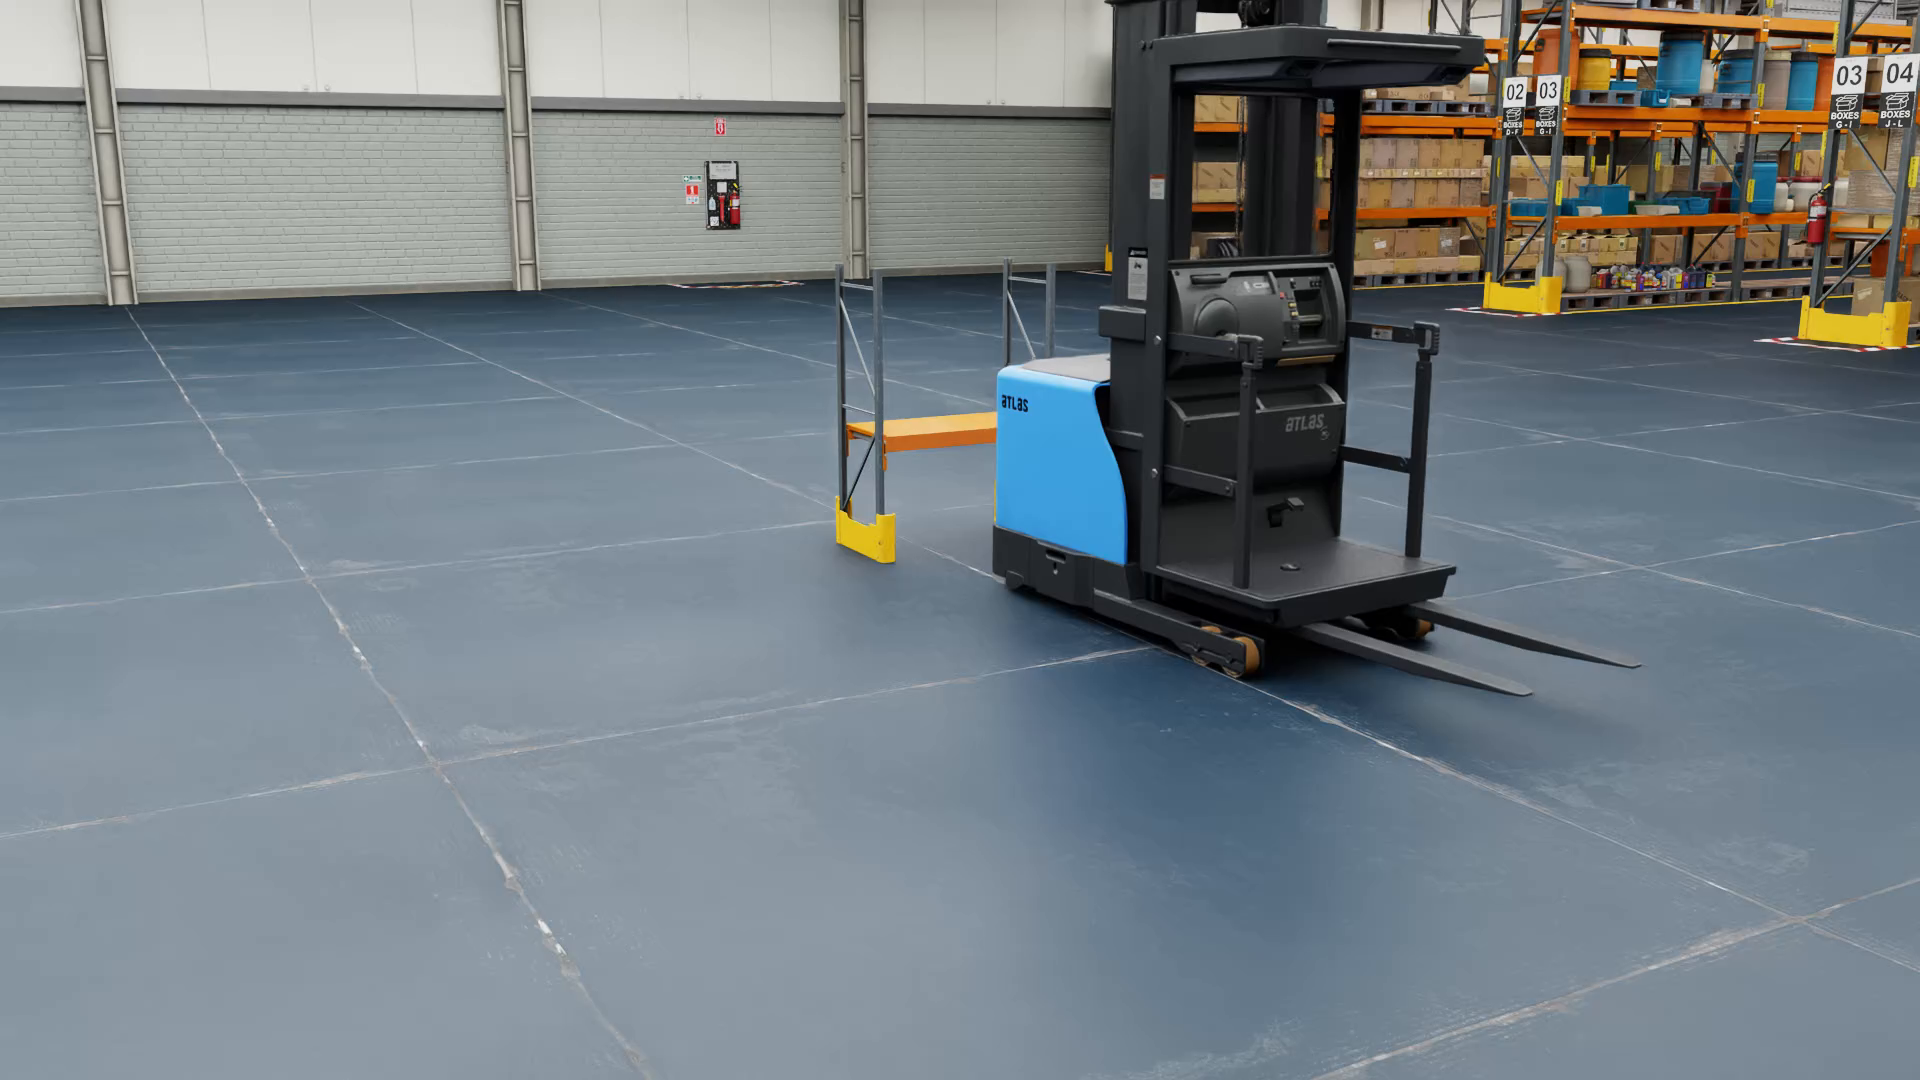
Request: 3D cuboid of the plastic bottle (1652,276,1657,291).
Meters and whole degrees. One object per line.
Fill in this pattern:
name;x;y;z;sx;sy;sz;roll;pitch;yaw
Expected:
plastic bottle;10.139;-3.750;24.310;0.097;0.201;0.097;0;13;0

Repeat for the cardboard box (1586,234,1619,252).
cardboard box;11.779;-5.488;30.690;0.500;0.311;0.500;-7;14;-29

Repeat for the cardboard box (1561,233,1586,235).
cardboard box;11.517;-5.591;31.149;0.500;0.311;0.500;-7;15;-29

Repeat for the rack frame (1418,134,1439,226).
rack frame;10.197;-7.463;35.441;0.127;3.000;1.000;-7;14;-28

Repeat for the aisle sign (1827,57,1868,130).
aisle sign;10.097;-5.078;18.919;0.004;0.787;0.394;-7;14;-28

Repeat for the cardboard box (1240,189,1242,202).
cardboard box;5.540;-6.764;32.630;0.500;0.250;0.500;-7;14;-28

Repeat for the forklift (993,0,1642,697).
forklift;1.386;-0.996;6.859;1.130;2.935;3.031;-8;15;-32

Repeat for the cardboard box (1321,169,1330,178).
cardboard box;6.000;-6.033;27.378;0.250;0.149;0.380;-7;14;-28

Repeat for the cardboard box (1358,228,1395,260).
cardboard box;7.000;-5.018;28.175;0.500;0.500;0.500;-7;14;-28

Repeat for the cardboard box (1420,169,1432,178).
cardboard box;7.812;-6.250;28.346;0.250;0.149;0.380;-6;14;-26

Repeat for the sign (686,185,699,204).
sign;-4.613;-5.957;28.668;0.234;0.329;0.001;-7;14;-28

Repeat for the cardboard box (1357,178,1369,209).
cardboard box;6.427;-5.819;27.907;0.500;0.500;0.700;-6;14;-26

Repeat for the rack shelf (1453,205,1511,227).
rack shelf;10.819;-5.948;30.345;4.000;0.370;1.077;-7;14;-28

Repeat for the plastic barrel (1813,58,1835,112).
plastic barrel;13.545;-7.114;26.077;0.708;0.830;0.600;-7;14;-28

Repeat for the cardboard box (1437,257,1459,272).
cardboard box;8.317;-4.810;28.957;0.500;0.250;0.500;-7;14;-28

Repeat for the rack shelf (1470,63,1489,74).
rack shelf;11.953;-10.055;35.840;4.000;0.370;1.077;-7;14;-28

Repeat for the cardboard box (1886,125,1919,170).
cardboard box;10.909;-4.445;18.846;0.500;0.500;0.500;-7;14;-28

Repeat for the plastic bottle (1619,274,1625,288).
plastic bottle;9.920;-3.875;24.867;0.097;0.201;0.097;0;13;0

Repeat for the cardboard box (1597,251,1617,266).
cardboard box;11.778;-5.215;30.757;0.500;0.250;0.500;-7;14;-29

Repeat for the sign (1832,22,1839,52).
sign;10.047;-5.763;19.034;0.005;0.325;0.100;-7;14;-28

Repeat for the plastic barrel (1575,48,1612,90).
plastic barrel;8.862;-6.617;23.463;0.600;0.588;0.600;0;13;0

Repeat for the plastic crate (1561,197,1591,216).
plastic crate;8.791;-4.818;24.023;0.408;0.251;0.499;-7;14;-28

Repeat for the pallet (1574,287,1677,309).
pallet;9.752;-3.581;24.541;1.213;0.211;1.003;-7;14;-28

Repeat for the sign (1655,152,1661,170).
sign;12.843;-6.967;30.600;0.005;0.325;0.100;-7;14;-28

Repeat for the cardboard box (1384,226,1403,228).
cardboard box;7.628;-5.224;29.088;0.500;0.500;0.500;-7;14;-28

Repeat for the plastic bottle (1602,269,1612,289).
plastic bottle;9.610;-3.880;24.705;0.133;0.283;0.061;-7;14;-28

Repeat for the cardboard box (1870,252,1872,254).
cardboard box;18.838;-6.053;34.626;0.250;0.166;0.380;-7;14;-28

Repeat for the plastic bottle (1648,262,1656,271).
plastic bottle;10.526;-4.051;25.308;0.185;0.351;0.144;-6;14;-26

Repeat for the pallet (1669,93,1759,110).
pallet;10.847;-6.410;24.358;1.003;0.211;1.213;-7;14;-28

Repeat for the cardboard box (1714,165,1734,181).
cardboard box;14.564;-6.986;32.134;0.500;0.500;0.700;-12;17;-42

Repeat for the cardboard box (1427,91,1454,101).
cardboard box;8.135;-7.523;28.169;0.250;0.149;0.380;-7;14;-28

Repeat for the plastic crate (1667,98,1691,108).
plastic crate;10.218;-6.221;23.690;0.396;0.136;0.243;-7;14;-28

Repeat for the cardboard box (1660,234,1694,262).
cardboard box;13.567;-5.553;31.644;0.500;0.500;0.500;-7;15;-30

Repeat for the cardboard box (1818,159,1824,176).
cardboard box;17.086;-7.516;33.170;0.500;0.500;0.500;-7;15;-30

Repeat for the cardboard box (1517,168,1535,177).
cardboard box;12.100;-7.830;36.121;0.500;0.500;0.500;-6;14;-26

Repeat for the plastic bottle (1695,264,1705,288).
plastic bottle;11.006;-3.932;24.782;0.185;0.351;0.144;-7;15;-29

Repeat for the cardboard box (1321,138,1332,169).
cardboard box;6.015;-6.401;27.539;0.500;0.500;0.700;-7;14;-28

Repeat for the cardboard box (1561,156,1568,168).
cardboard box;12.967;-8.303;36.514;0.500;0.250;0.500;-6;14;-27

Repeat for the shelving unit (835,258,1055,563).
shelving unit;-0.067;-0.724;8.909;1.083;1.500;0.587;-7;14;-28

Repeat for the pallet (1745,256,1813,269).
pallet;16.688;-5.642;33.697;1.213;0.211;1.003;-7;14;-28

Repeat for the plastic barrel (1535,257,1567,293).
plastic barrel;8.463;-3.788;23.818;0.421;0.512;0.421;0;13;0

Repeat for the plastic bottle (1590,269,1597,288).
plastic bottle;9.418;-3.896;24.772;0.133;0.283;0.061;-6;14;-26

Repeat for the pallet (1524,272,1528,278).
pallet;10.763;-4.942;30.589;1.213;0.211;1.003;-7;14;-28

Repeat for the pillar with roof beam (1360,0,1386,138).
pillar with roof beam;10.704;-9.591;31.229;0.400;9.000;9.100;-7;14;-28

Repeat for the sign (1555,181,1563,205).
sign;8.182;-4.741;22.714;0.005;0.325;0.100;-7;14;-28

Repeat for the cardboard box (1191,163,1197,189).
cardboard box;4.177;-6.967;31.821;0.500;0.500;0.500;-7;14;-28

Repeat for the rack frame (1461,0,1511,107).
rack frame;9.063;-9.015;28.672;0.127;3.000;1.000;-7;14;-28

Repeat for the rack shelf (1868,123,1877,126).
rack shelf;16.700;-6.877;27.642;4.000;0.370;1.077;-7;14;-28

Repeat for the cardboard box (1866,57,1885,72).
cardboard box;10.390;-5.432;19.017;0.250;0.149;0.380;-7;14;-28

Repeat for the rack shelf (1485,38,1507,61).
rack shelf;7.308;-8.259;27.860;4.000;0.370;1.077;-7;14;-28

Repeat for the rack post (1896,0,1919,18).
rack post;15.560;-8.528;26.681;0.937;0.300;0.954;-7;14;-28

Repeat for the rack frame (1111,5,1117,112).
rack frame;3.175;-9.549;31.042;0.127;3.000;1.000;-7;14;-28
